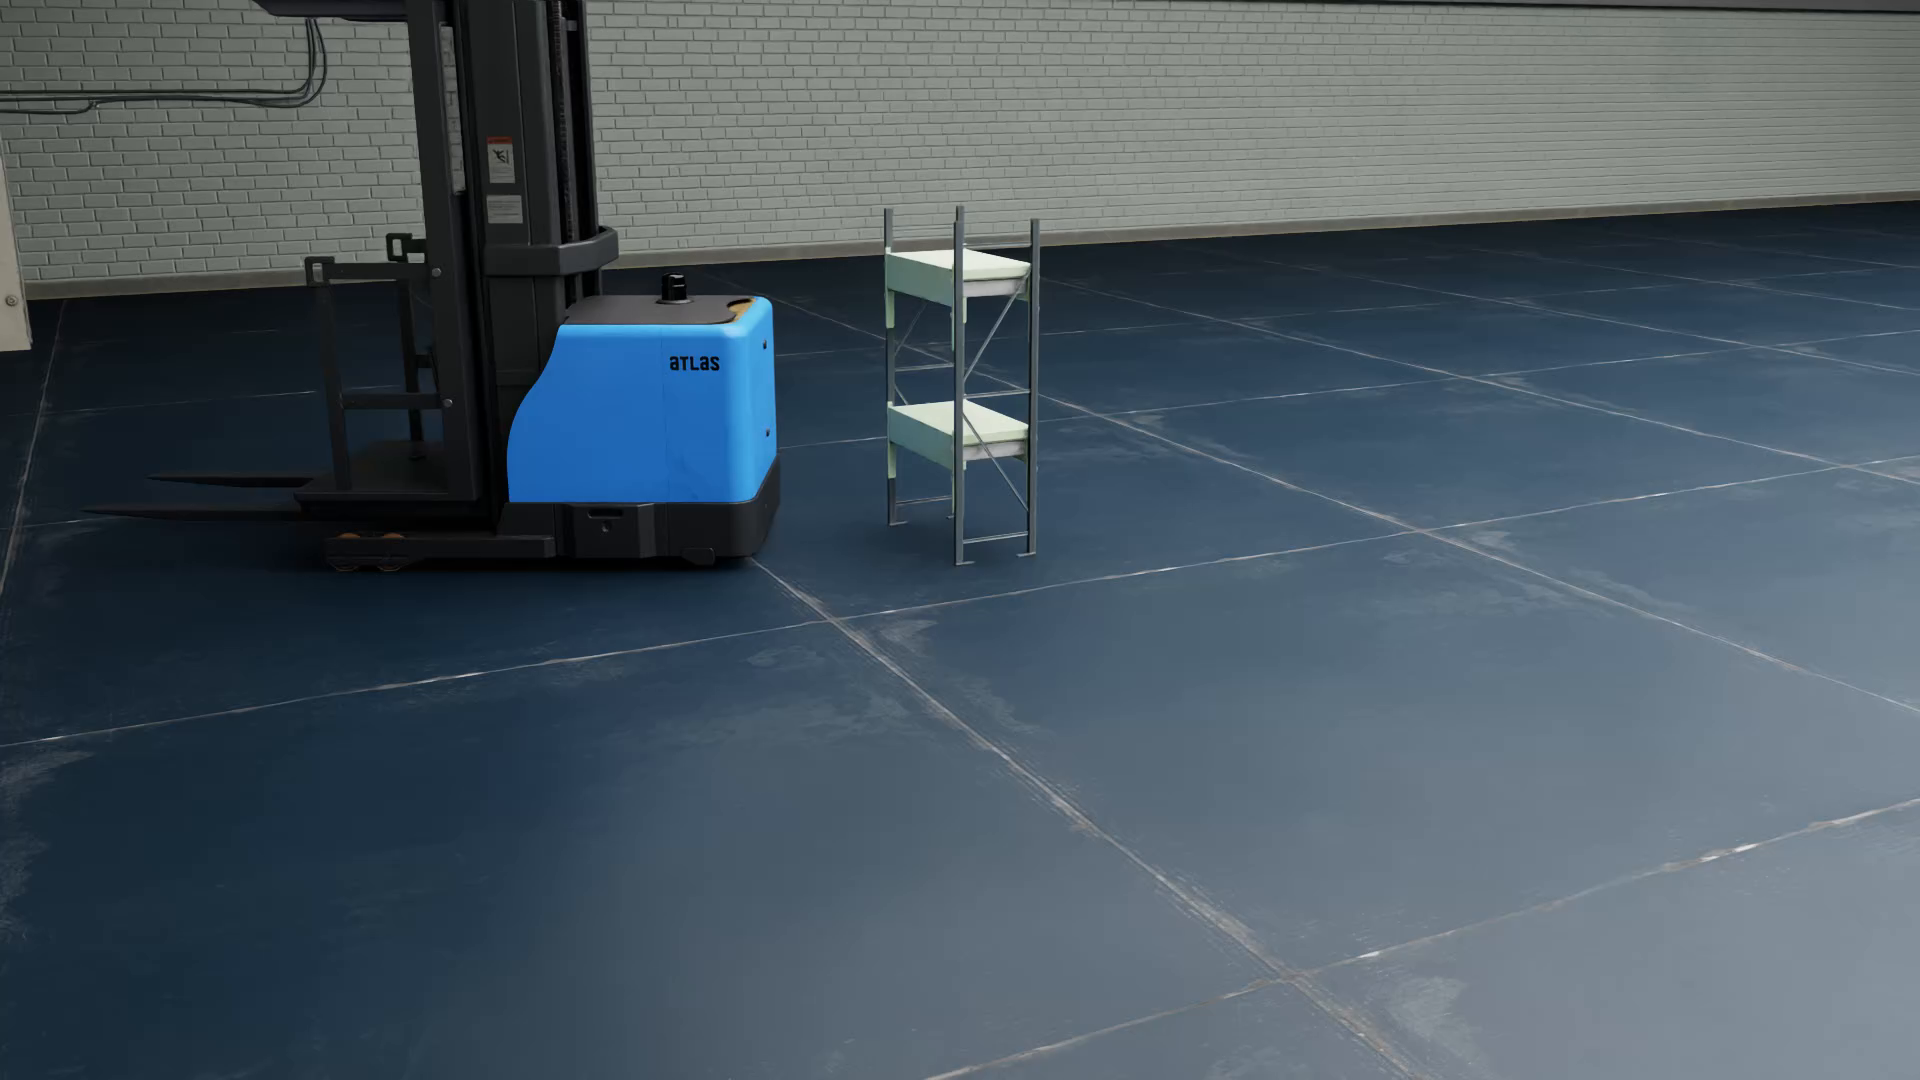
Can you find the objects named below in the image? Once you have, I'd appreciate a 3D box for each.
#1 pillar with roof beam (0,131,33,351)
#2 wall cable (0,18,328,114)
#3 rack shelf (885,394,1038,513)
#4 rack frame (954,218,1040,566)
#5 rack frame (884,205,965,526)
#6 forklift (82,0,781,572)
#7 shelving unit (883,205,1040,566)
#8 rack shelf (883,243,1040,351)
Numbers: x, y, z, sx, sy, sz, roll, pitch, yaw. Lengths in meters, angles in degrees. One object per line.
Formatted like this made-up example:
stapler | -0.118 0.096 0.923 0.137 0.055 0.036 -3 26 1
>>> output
pillar with roof beam | -3.568 -6.356 13.585 9.100 9.000 0.400 -8 18 -25
wall cable | -7.540 -5.233 15.303 3.097 2.526 0.112 -8 18 -25
rack shelf | -0.003 -0.409 7.639 0.431 0.370 0.720 -8 18 -25
rack frame | 0.157 -0.632 7.233 0.400 1.500 0.023 -8 18 -25
rack frame | -0.163 -0.813 7.866 0.400 1.500 0.023 -8 18 -25
forklift | -2.397 -1.415 7.369 3.031 2.935 1.130 0 16 1
shelving unit | -0.003 -0.723 7.550 0.431 1.500 0.755 -8 18 -25
rack shelf | -0.003 -1.098 7.442 0.431 0.370 0.720 -8 18 -25
